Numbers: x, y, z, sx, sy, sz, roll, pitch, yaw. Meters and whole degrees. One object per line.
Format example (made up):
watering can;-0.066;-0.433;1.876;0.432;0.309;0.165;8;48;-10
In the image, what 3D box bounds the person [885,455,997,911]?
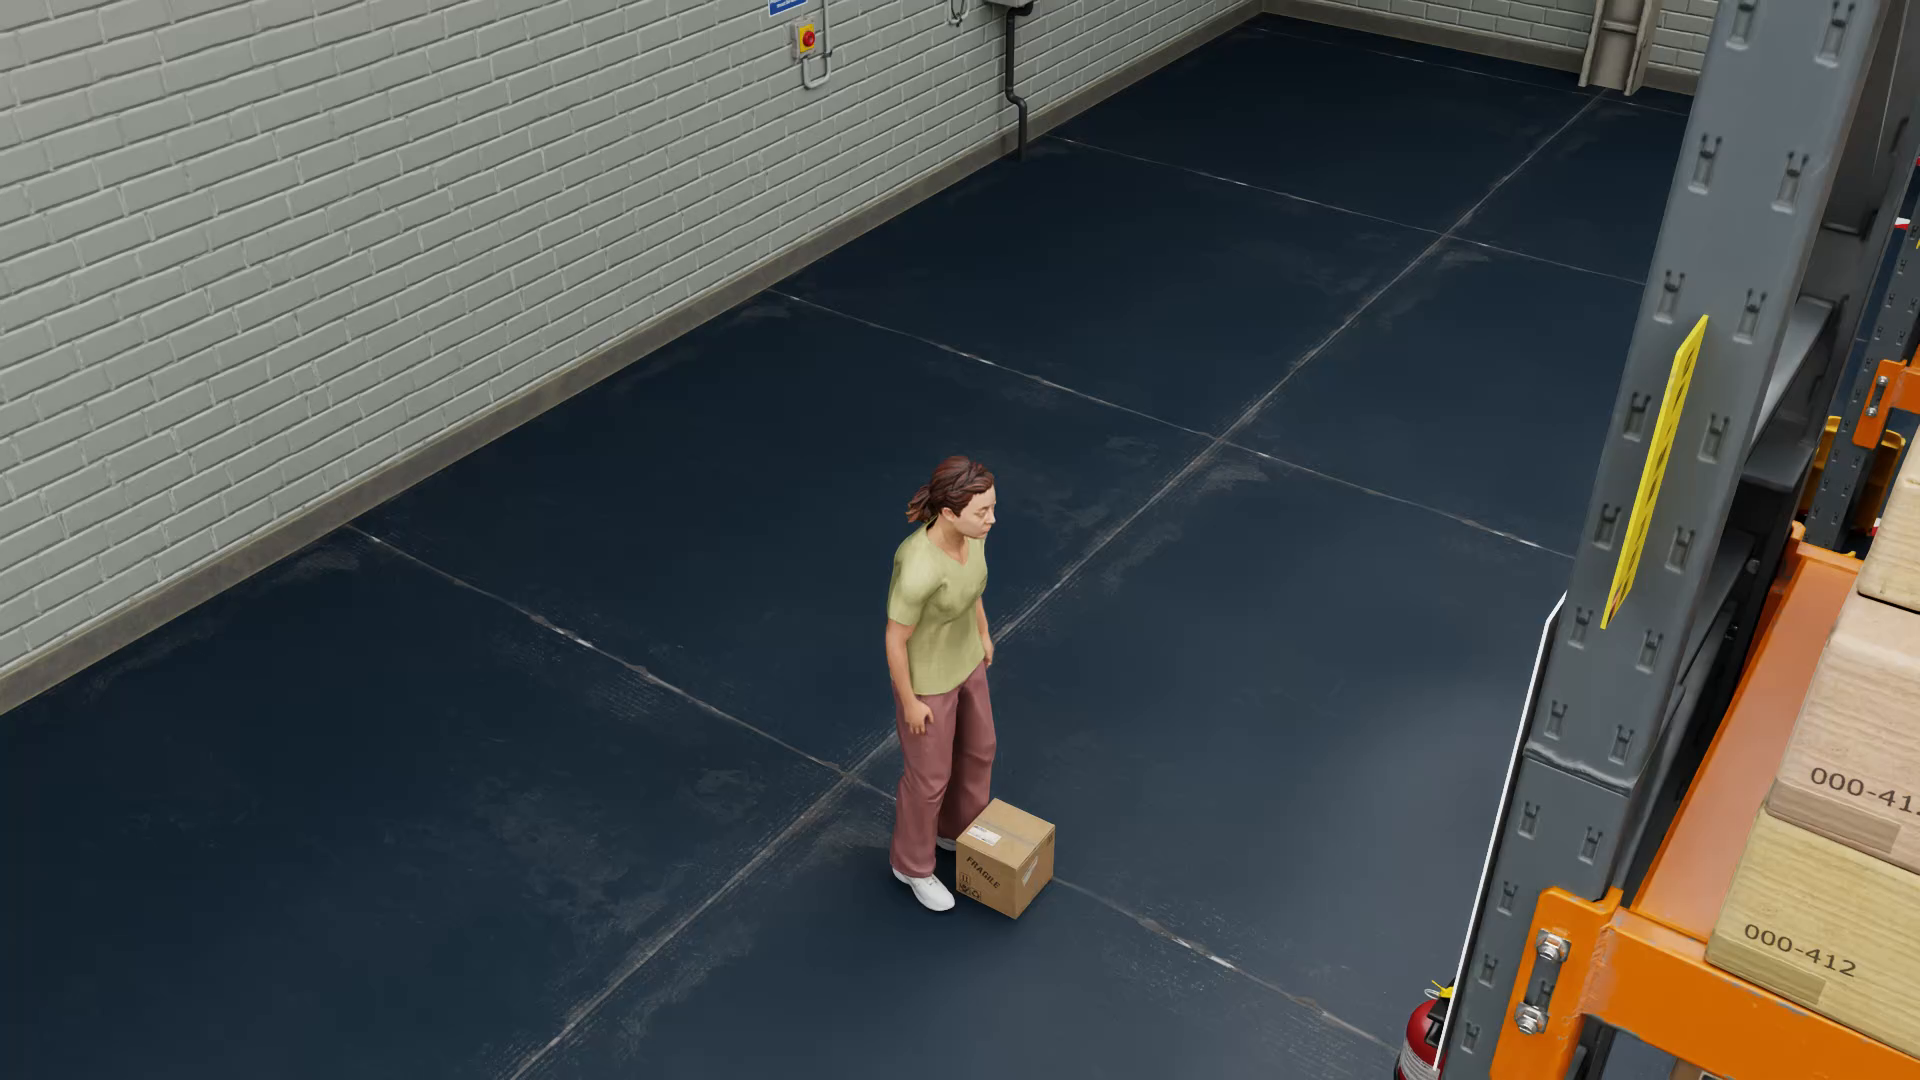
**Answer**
person;-0.023;0.452;5.492;0.407;1.673;0.517;20;39;26
